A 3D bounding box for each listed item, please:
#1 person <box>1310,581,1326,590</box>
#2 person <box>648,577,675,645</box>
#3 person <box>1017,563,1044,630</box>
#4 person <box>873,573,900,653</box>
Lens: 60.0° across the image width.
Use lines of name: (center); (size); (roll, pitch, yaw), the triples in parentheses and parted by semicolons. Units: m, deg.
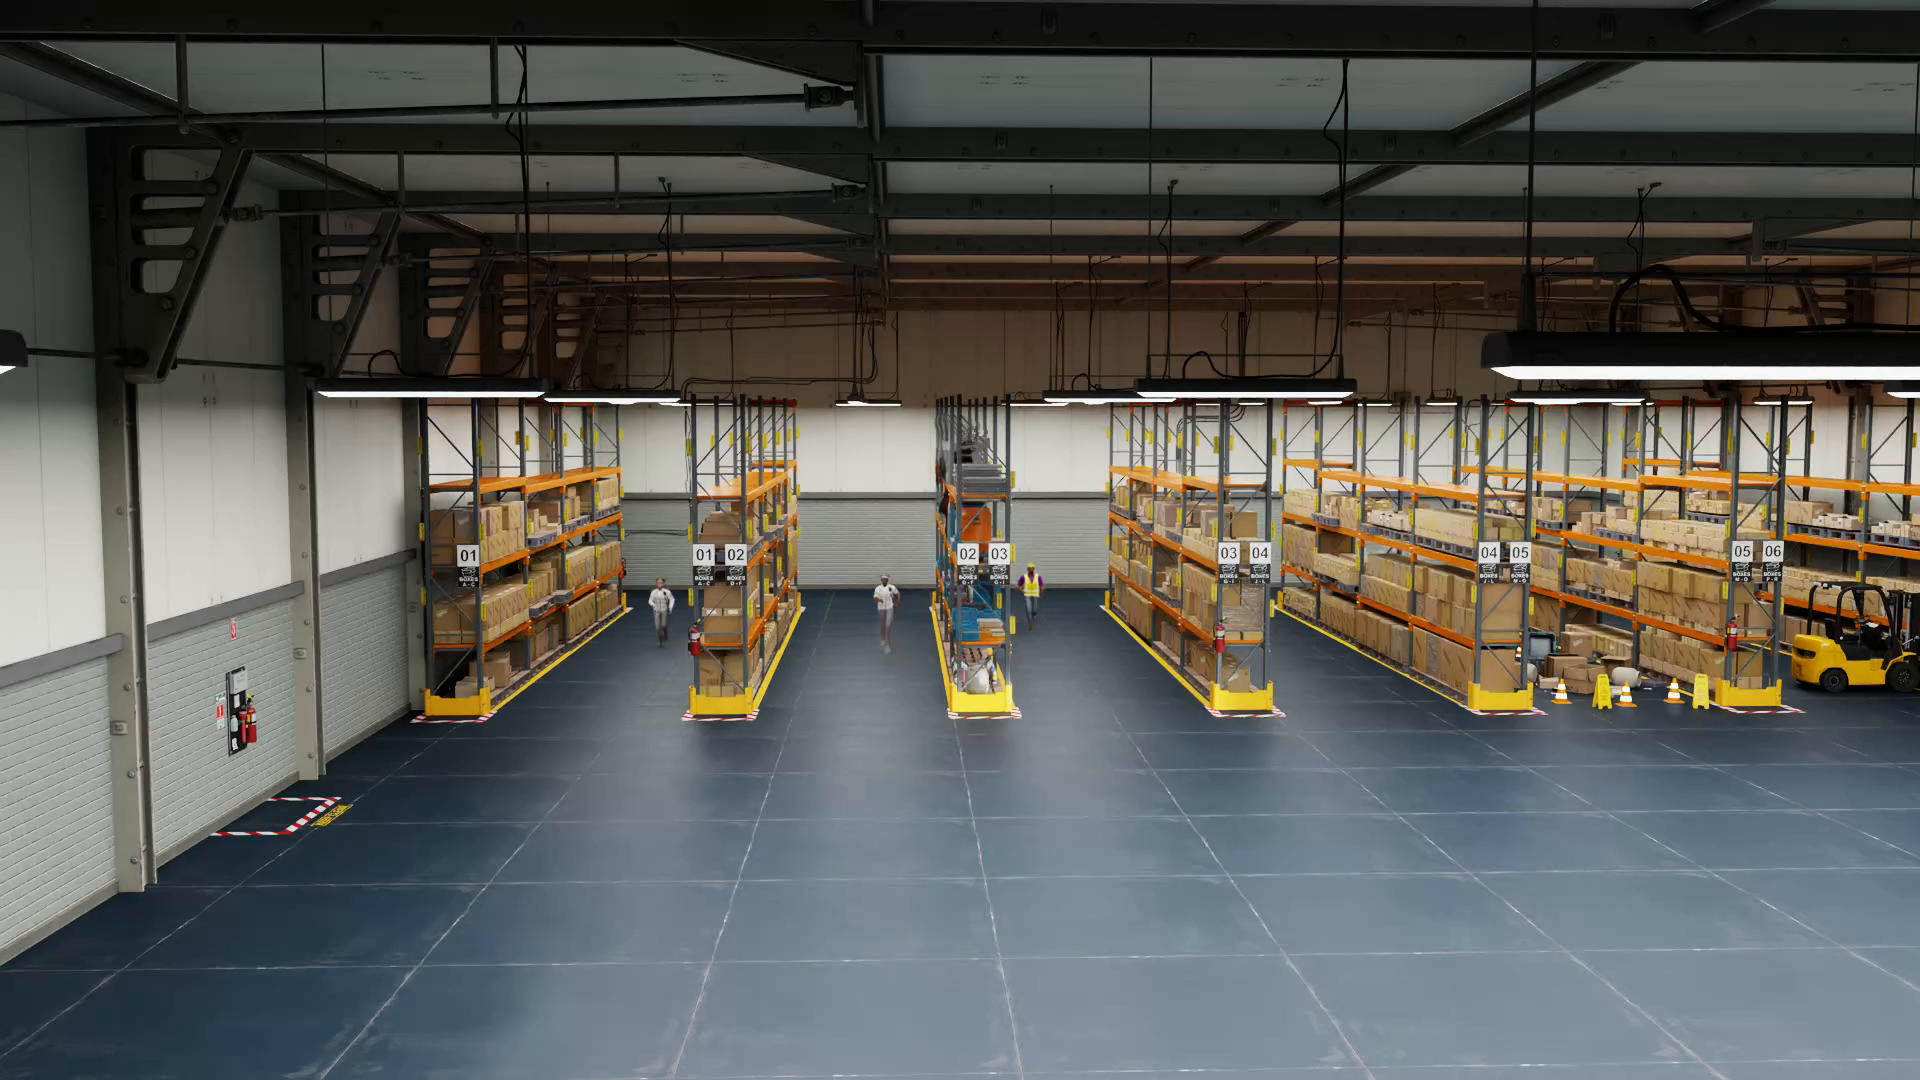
person: (10.746, 0.945, 49.737); (0.671, 1.747, 0.699); (-2, 5, -21)
person: (-7.239, 1.732, 40.242); (0.604, 1.659, 0.531); (0, 4, -2)
person: (1.840, 1.467, 43.266); (0.702, 1.726, 0.561); (0, 5, -5)
person: (-1.680, 1.643, 37.908); (0.581, 1.790, 0.737); (0, 5, 3)
